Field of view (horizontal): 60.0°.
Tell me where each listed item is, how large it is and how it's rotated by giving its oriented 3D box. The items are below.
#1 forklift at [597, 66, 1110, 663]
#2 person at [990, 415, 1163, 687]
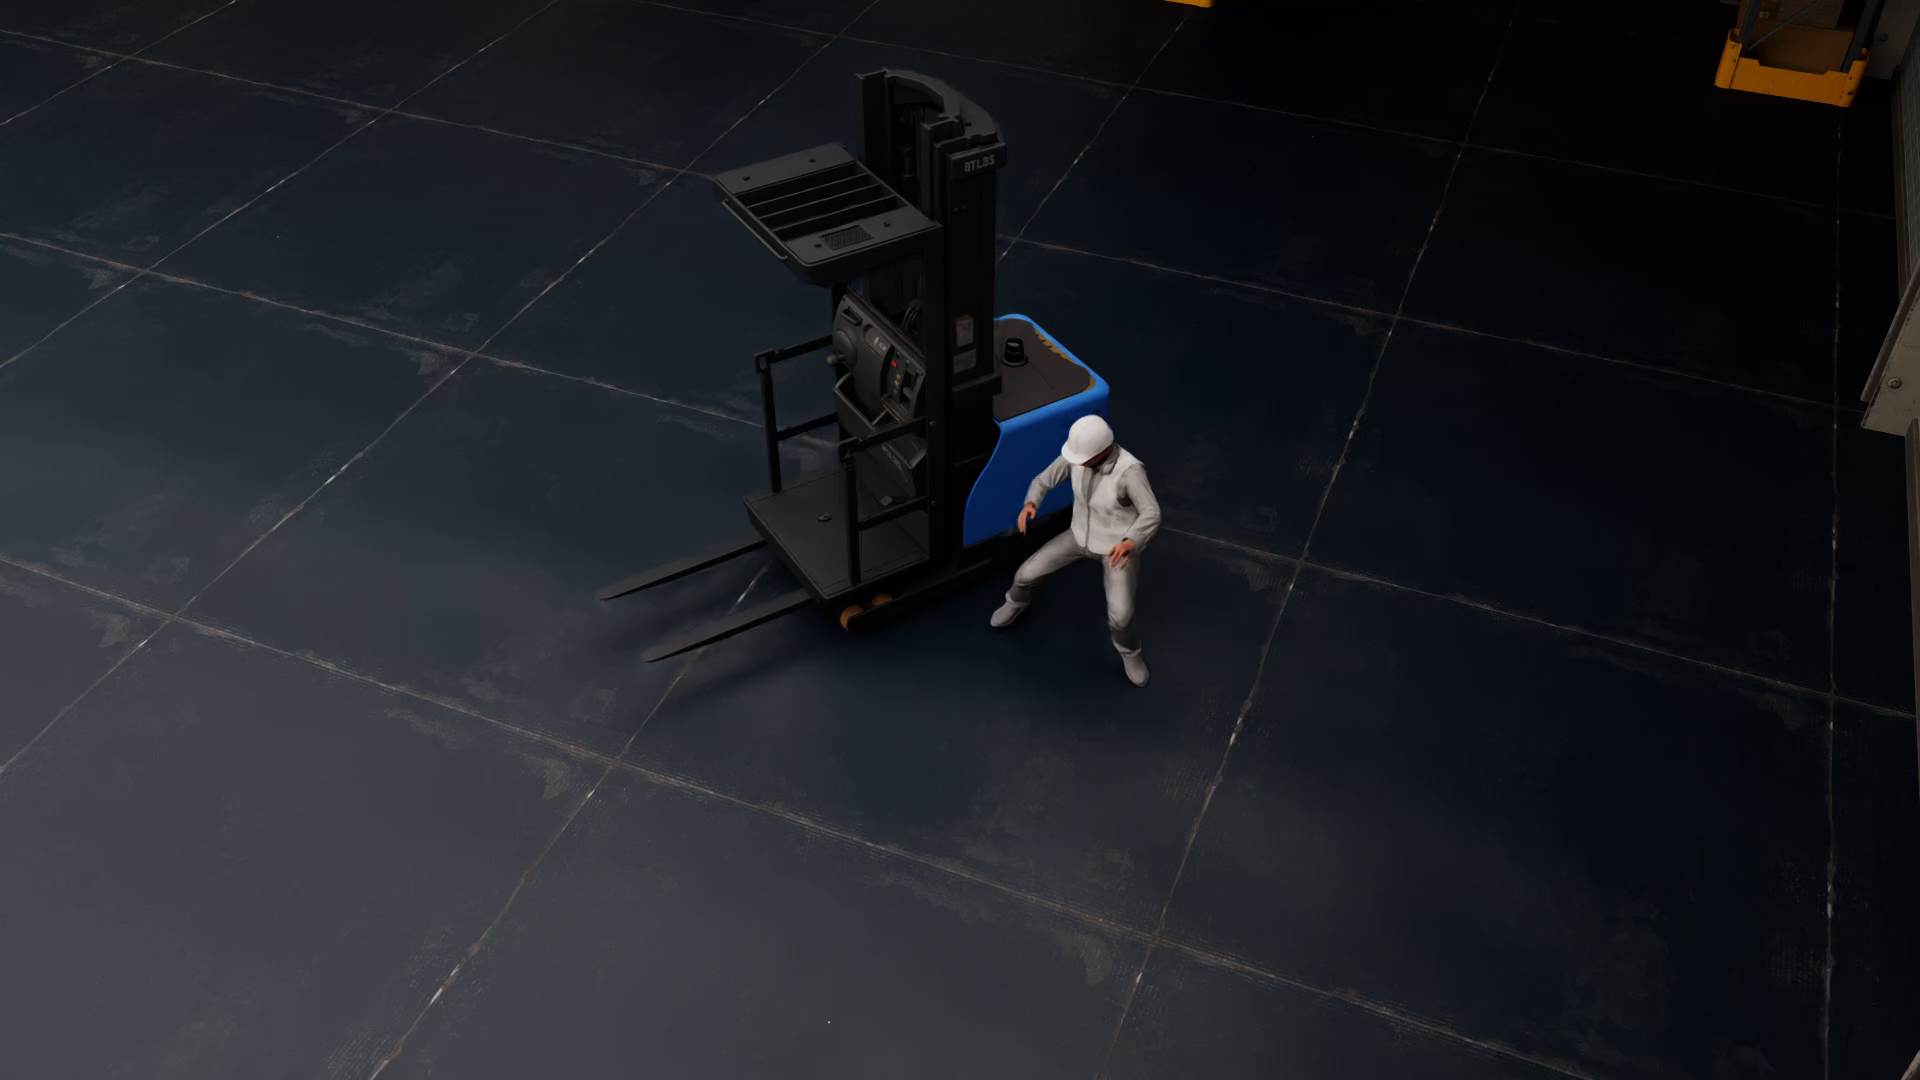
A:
[{"bbox_3d":[-0.629,-0.970,9.166,3.031,2.935,1.130,-22,45,-24],"label":"forklift"},{"bbox_3d":[0.679,0.010,9.027,0.749,1.530,1.017,-32,49,-32],"label":"person"}]
